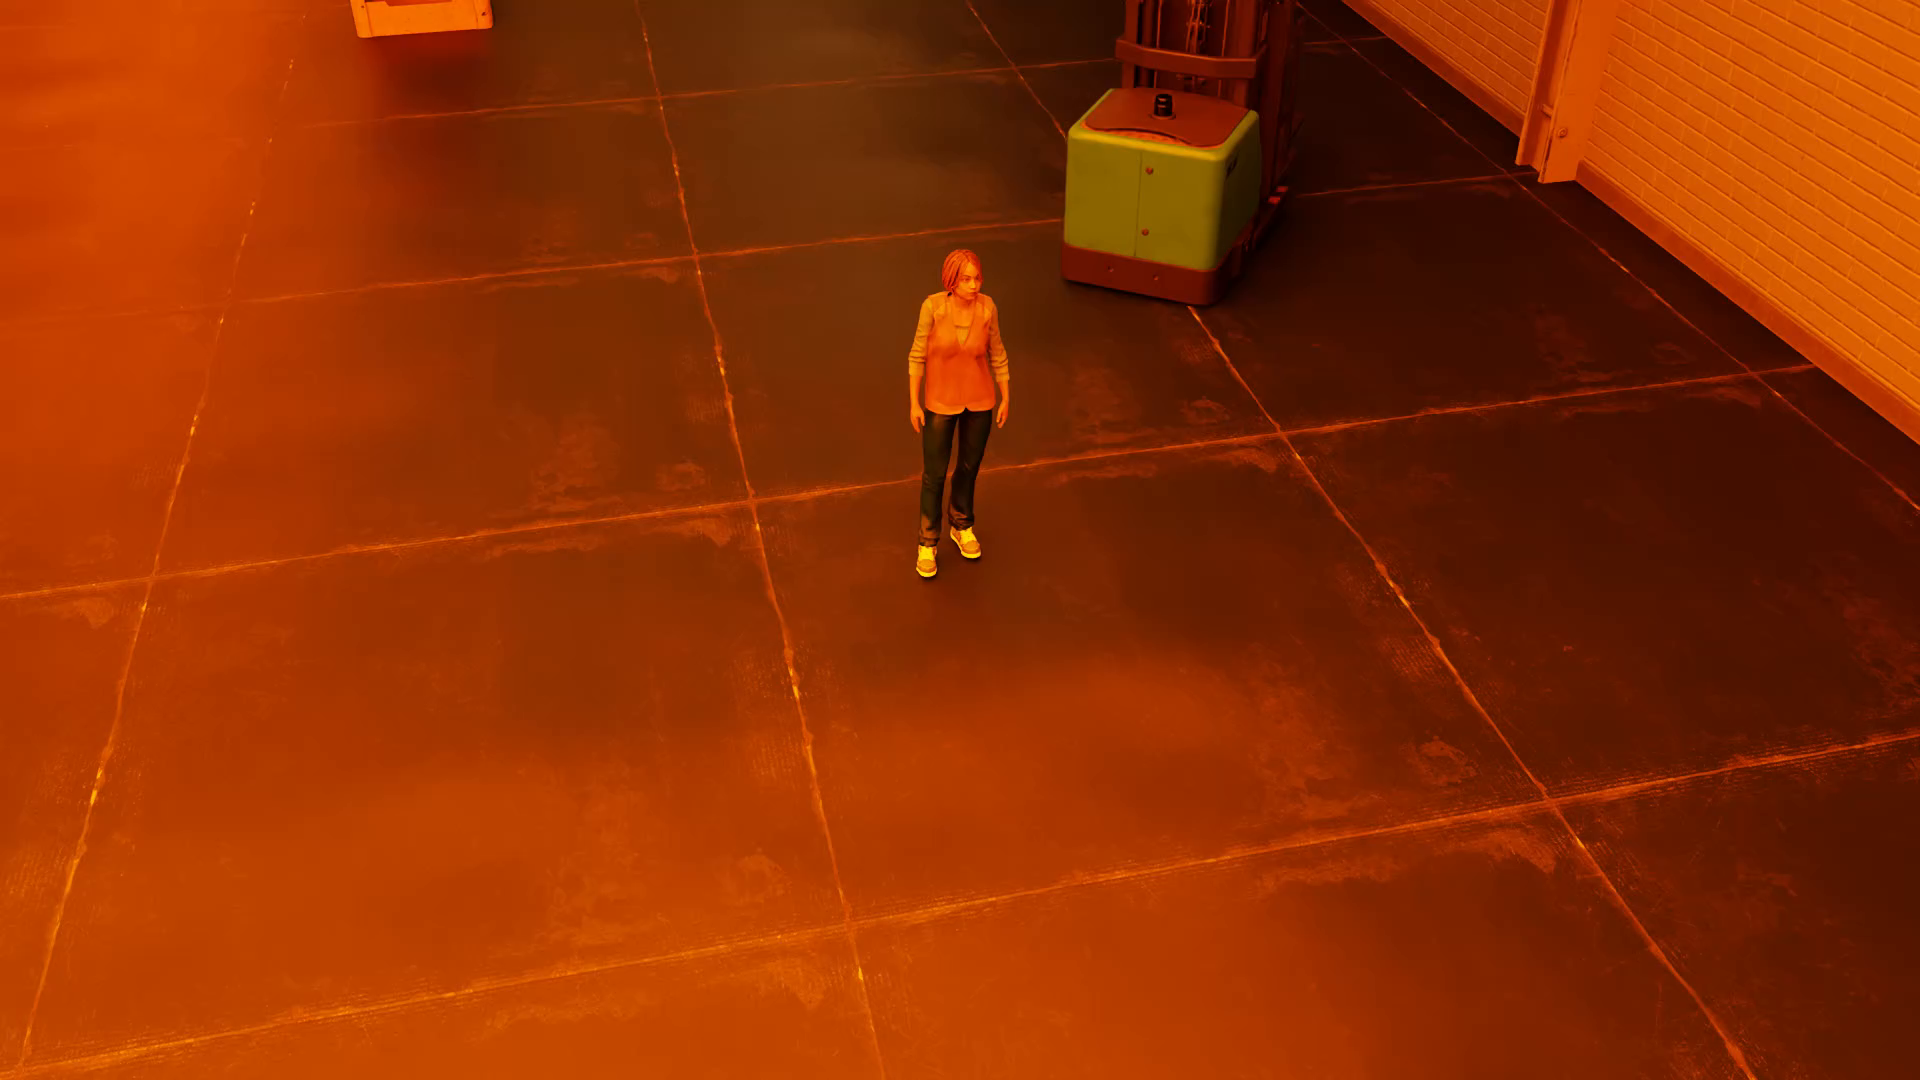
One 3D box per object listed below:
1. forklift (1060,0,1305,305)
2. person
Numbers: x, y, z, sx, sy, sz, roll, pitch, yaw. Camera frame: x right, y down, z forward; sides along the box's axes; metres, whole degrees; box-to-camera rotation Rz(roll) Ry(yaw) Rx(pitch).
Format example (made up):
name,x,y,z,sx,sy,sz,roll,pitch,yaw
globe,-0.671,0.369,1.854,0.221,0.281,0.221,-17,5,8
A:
name,x,y,z,sx,sy,sz,roll,pitch,yaw
forklift,1.708,-3.524,10.947,1.130,2.935,3.031,14,38,19
person,0.003,-0.610,8.028,0.520,1.596,0.475,-8,36,-11
